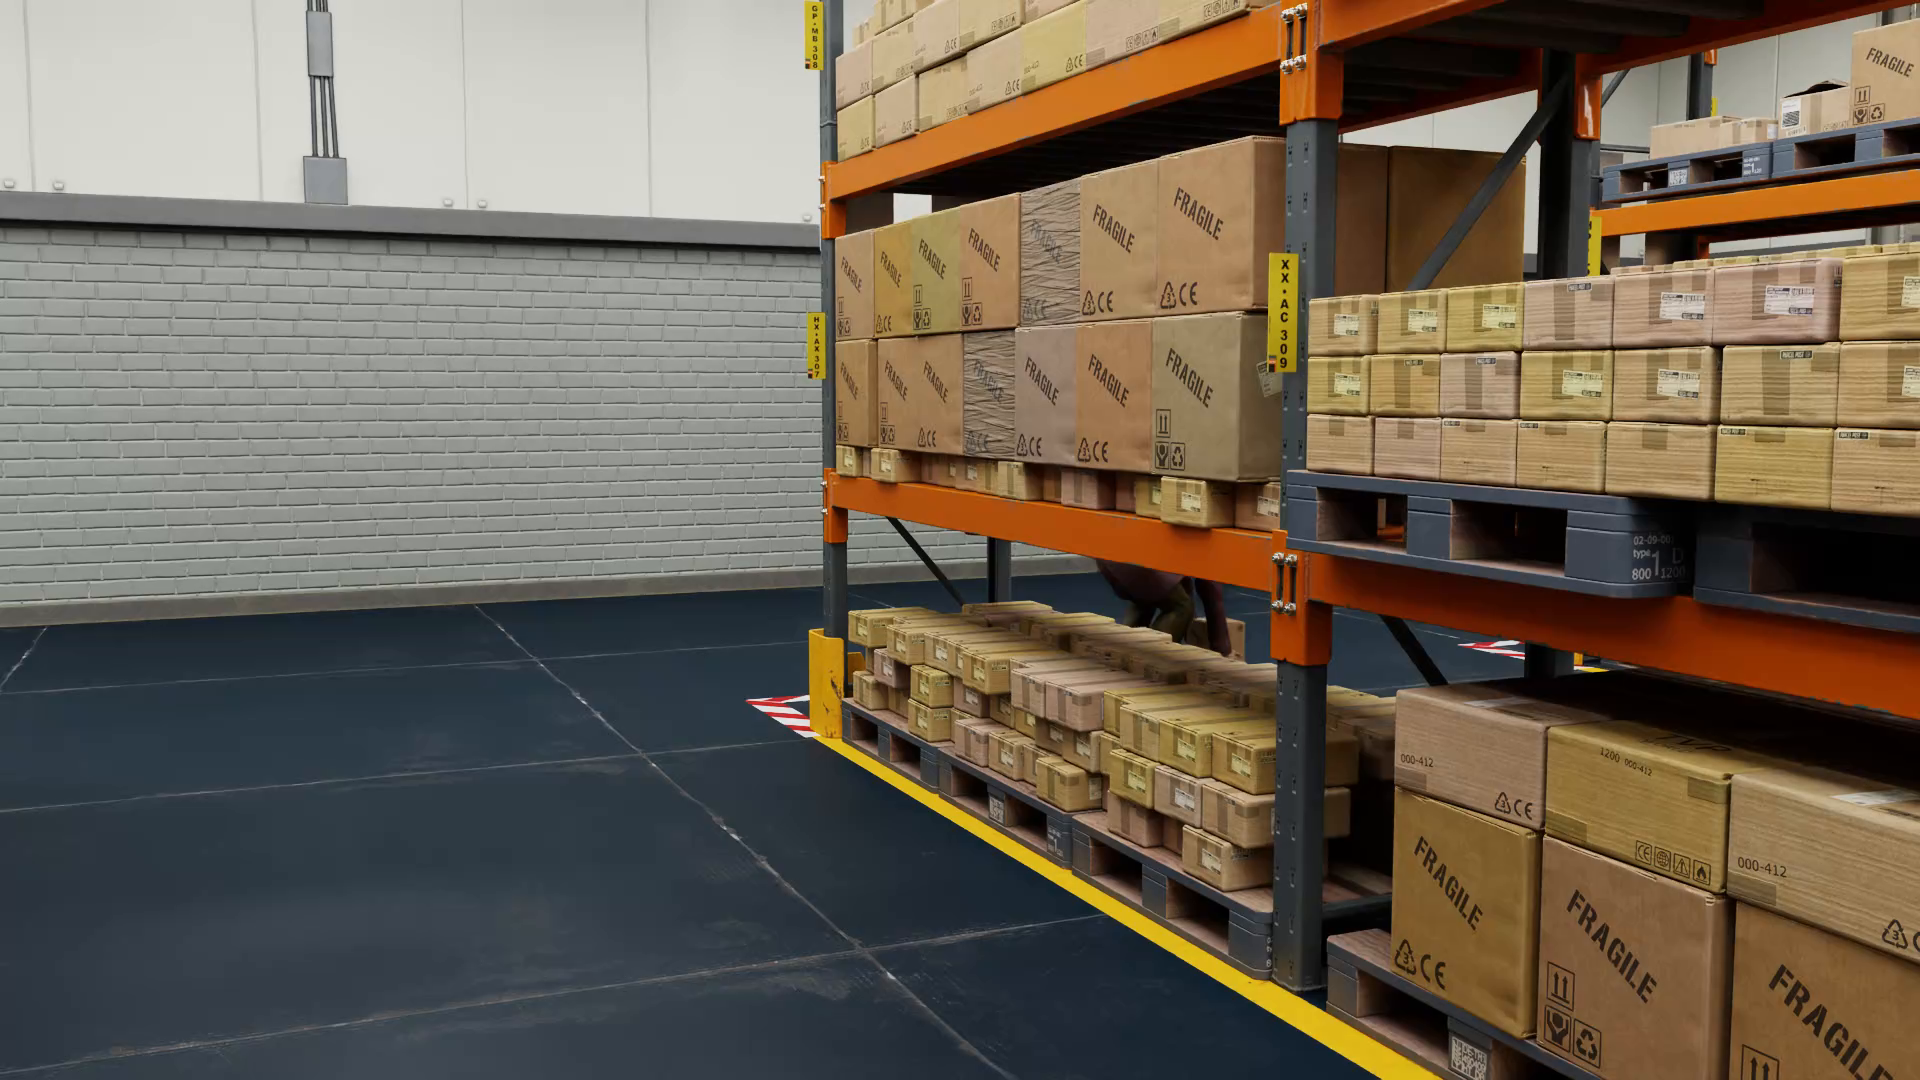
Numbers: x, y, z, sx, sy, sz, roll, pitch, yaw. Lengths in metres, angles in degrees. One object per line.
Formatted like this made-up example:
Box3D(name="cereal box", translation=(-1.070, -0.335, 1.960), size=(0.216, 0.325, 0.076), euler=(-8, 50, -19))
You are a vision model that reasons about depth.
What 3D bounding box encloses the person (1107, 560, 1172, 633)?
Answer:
Box3D(name="person", translation=(1.130, -0.025, 9.600), size=(0.592, 1.760, 0.532), euler=(-2, 6, -25))
